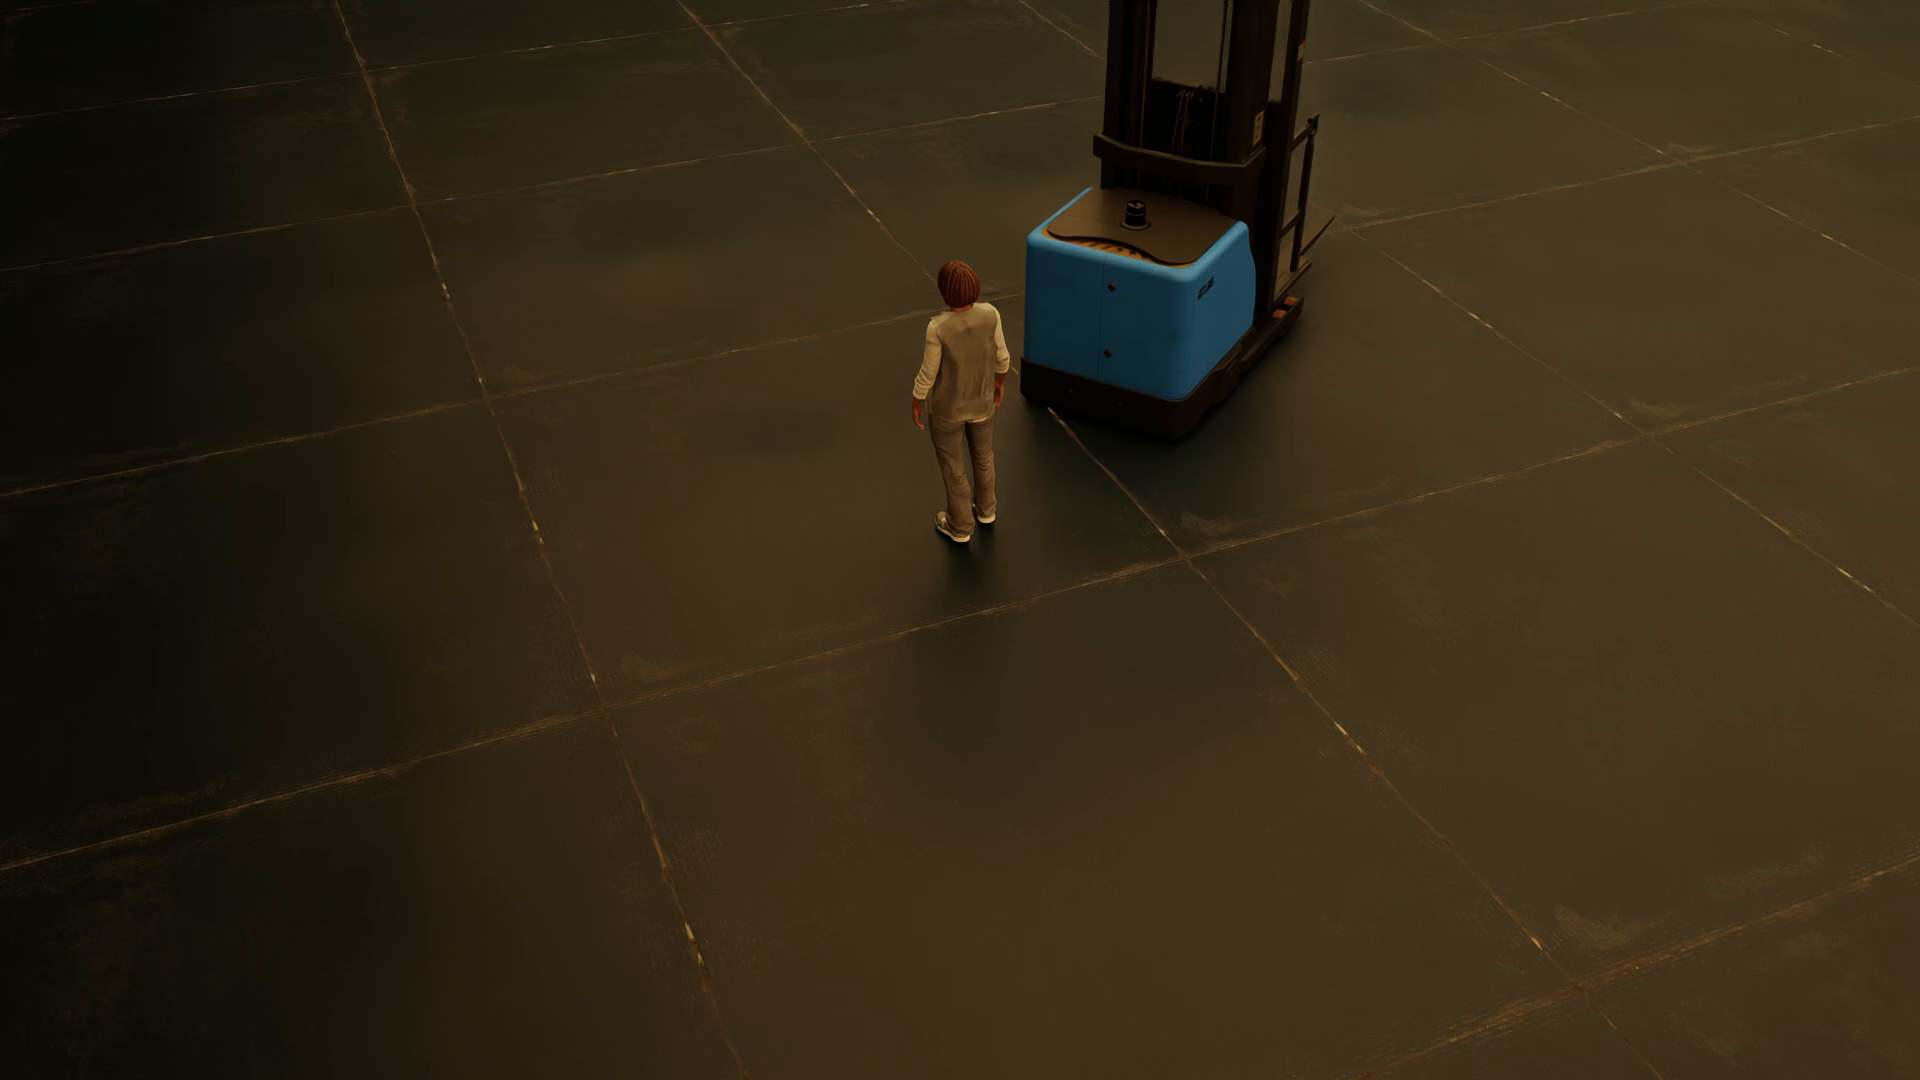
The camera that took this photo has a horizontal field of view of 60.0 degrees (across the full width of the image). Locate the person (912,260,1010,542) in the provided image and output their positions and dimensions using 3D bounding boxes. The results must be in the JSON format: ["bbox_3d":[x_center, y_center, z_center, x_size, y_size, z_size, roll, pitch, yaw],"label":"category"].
[{"bbox_3d":[-0.016,-0.700,8.221,0.520,1.599,0.473,-14,38,-19],"label":"person"}]

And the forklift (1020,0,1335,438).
[{"bbox_3d":[1.524,-2.595,9.747,1.130,2.935,3.031,18,39,24],"label":"forklift"}]
